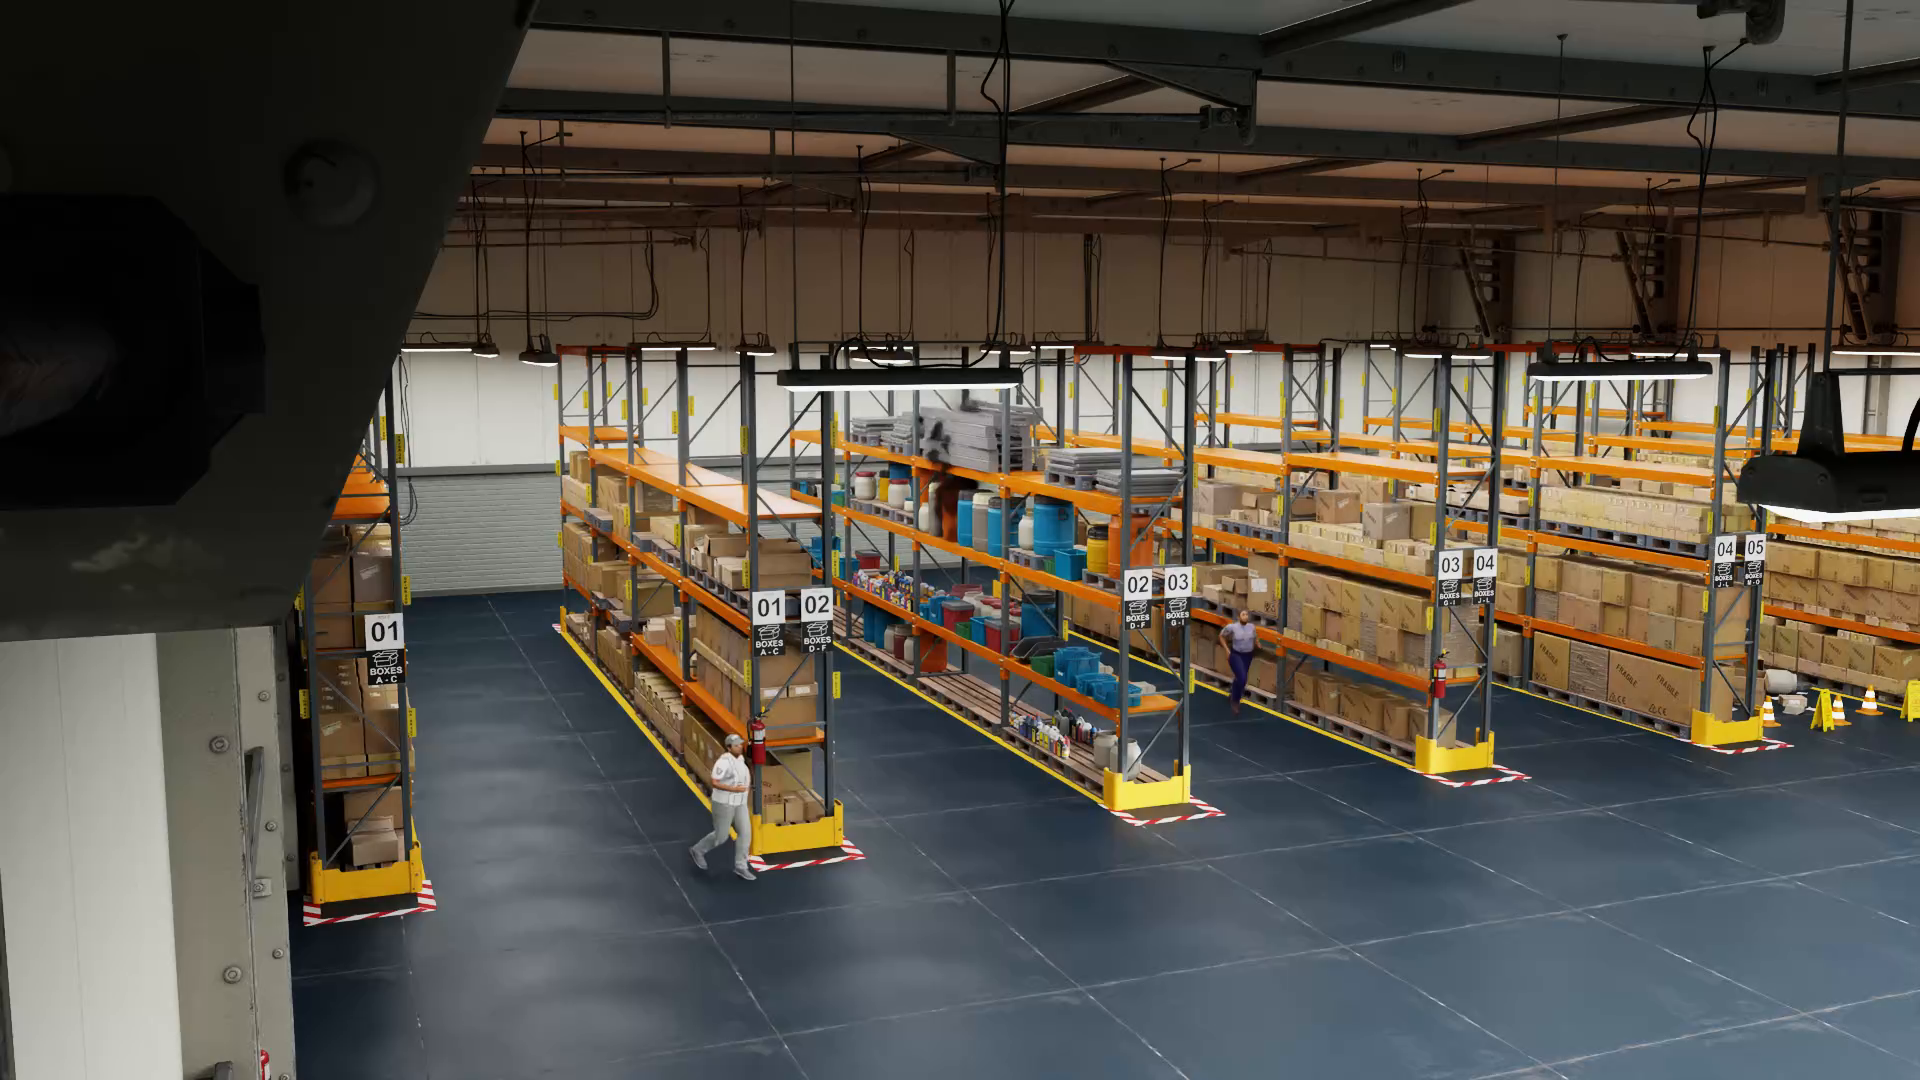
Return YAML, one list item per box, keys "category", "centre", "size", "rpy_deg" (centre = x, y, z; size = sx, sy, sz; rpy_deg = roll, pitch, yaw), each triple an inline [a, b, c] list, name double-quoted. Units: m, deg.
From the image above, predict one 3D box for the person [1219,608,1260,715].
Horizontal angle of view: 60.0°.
- category: "person"
  centre: [4.495, 1.923, 26.490]
  size: [0.597, 1.674, 0.707]
  rpy_deg: [-3, 8, -24]

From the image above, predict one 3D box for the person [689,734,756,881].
- category: "person"
  centre: [-2.698, 3.075, 19.342]
  size: [0.839, 1.680, 0.615]
  rpy_deg: [4, 8, 30]
